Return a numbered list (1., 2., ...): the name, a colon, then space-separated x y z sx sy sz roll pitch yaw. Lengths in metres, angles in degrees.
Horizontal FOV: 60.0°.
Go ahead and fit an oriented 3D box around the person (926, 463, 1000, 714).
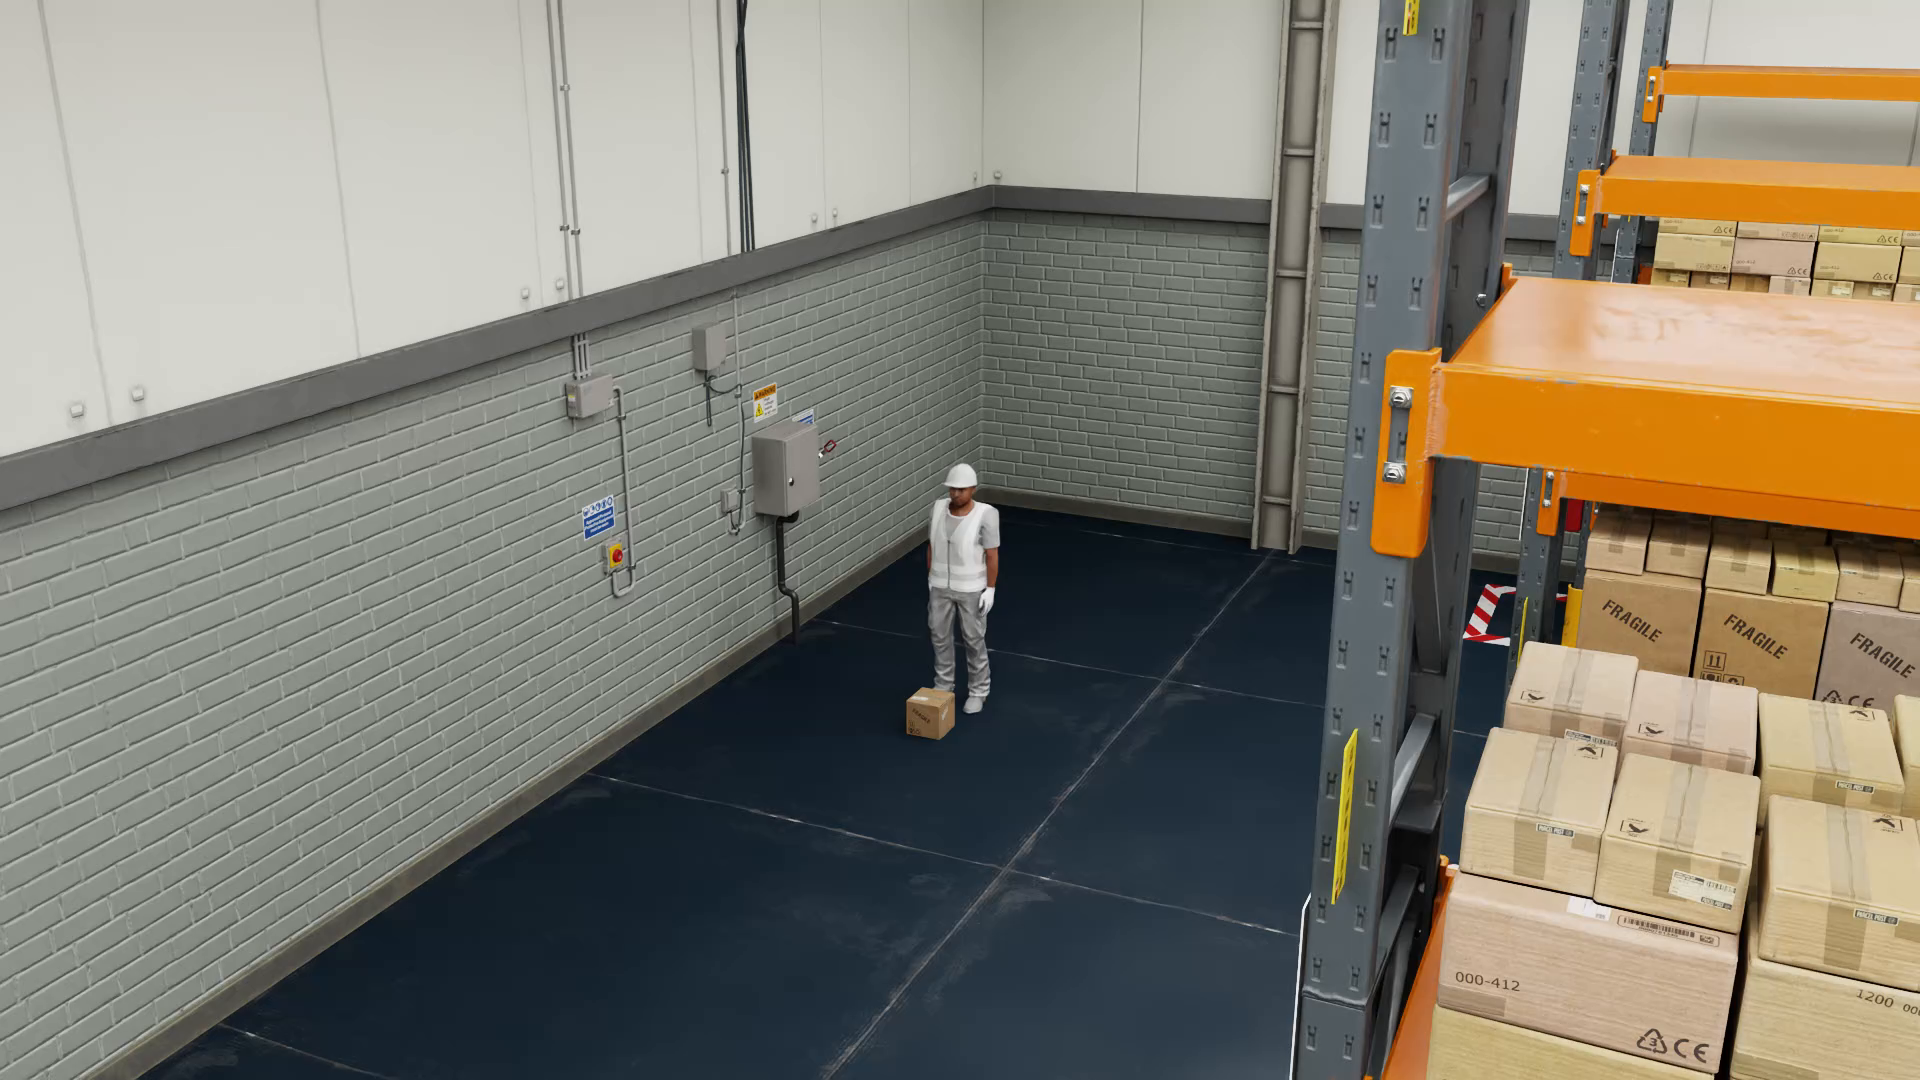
1. person: 0.005 0.331 11.568 0.547 1.781 0.367 9 21 24
